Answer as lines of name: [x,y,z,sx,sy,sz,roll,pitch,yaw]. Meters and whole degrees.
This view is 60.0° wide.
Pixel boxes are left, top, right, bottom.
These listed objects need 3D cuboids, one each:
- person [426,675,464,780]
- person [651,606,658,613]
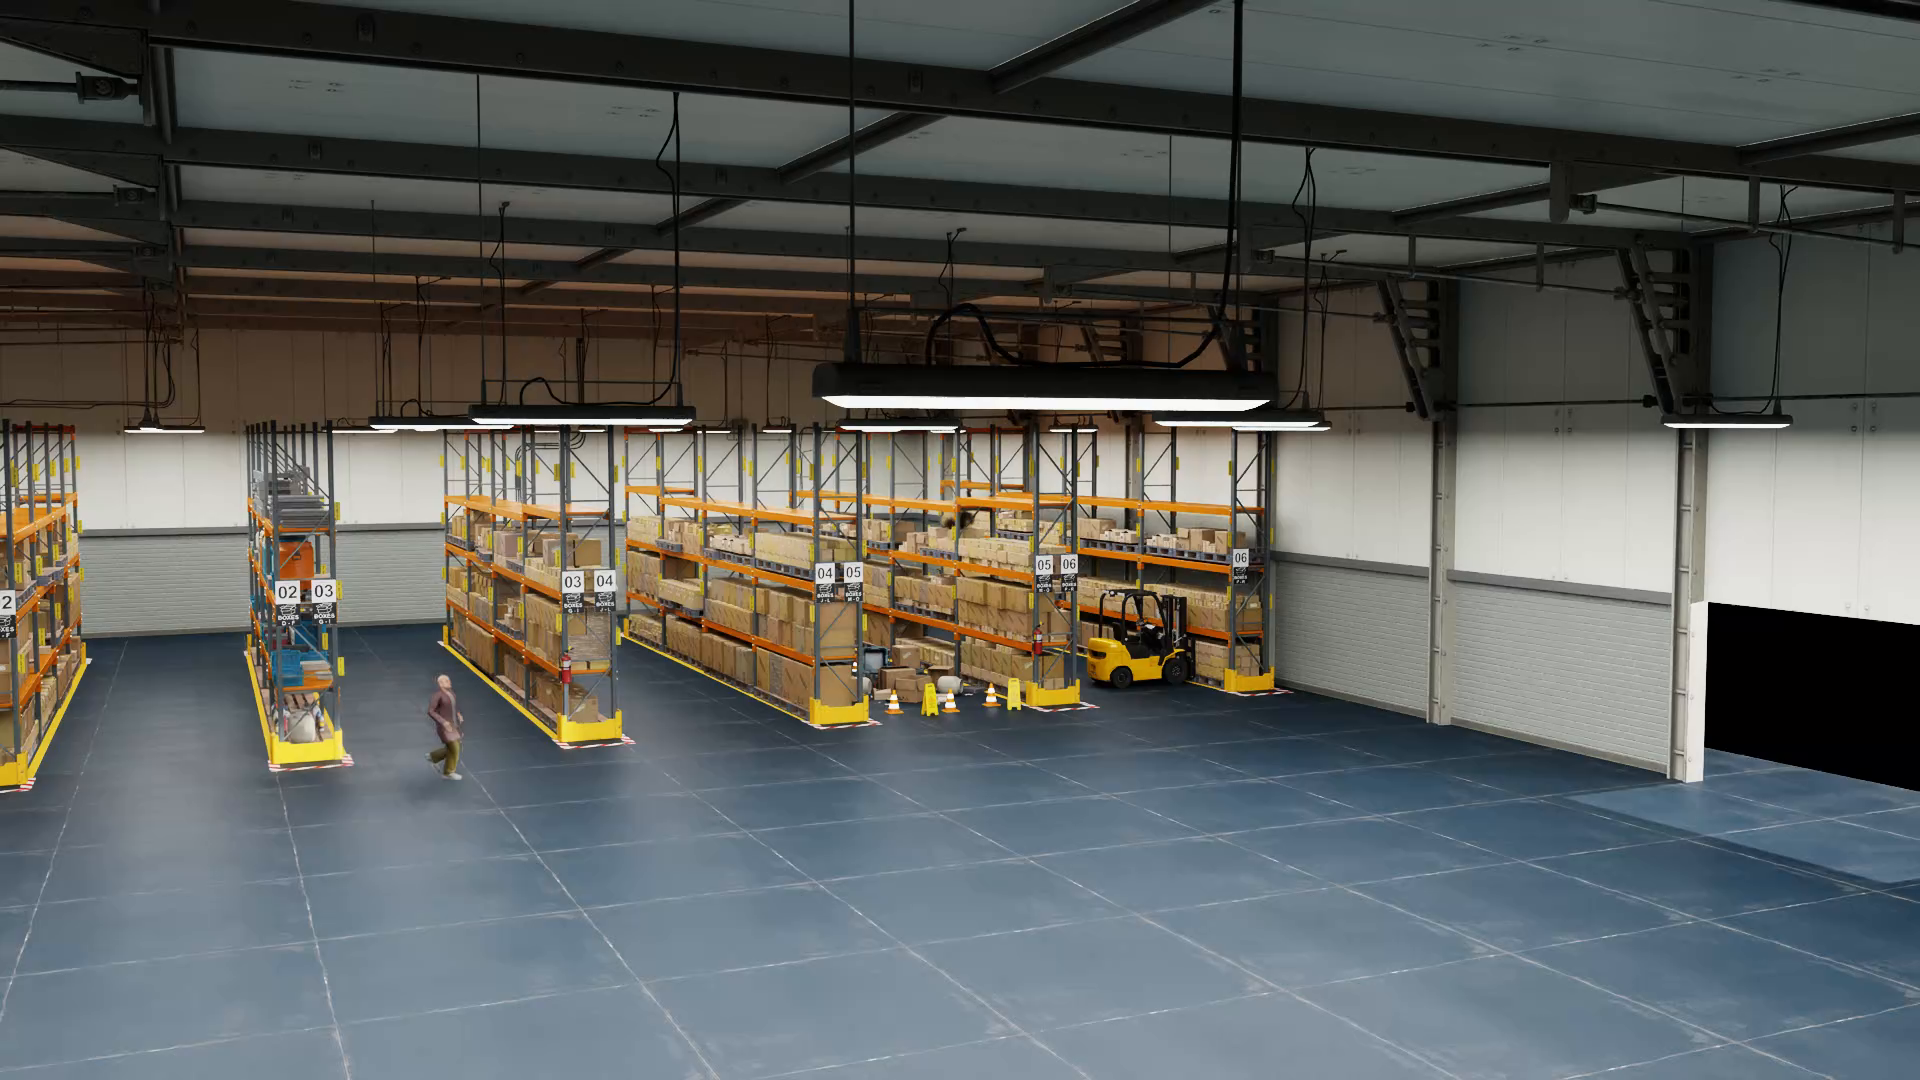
person: [-8.628,3.123,27.773,0.656,1.752,0.708,1,4,10]
person: [-8.972,1.895,49.351,0.541,1.565,0.689,1,4,9]
